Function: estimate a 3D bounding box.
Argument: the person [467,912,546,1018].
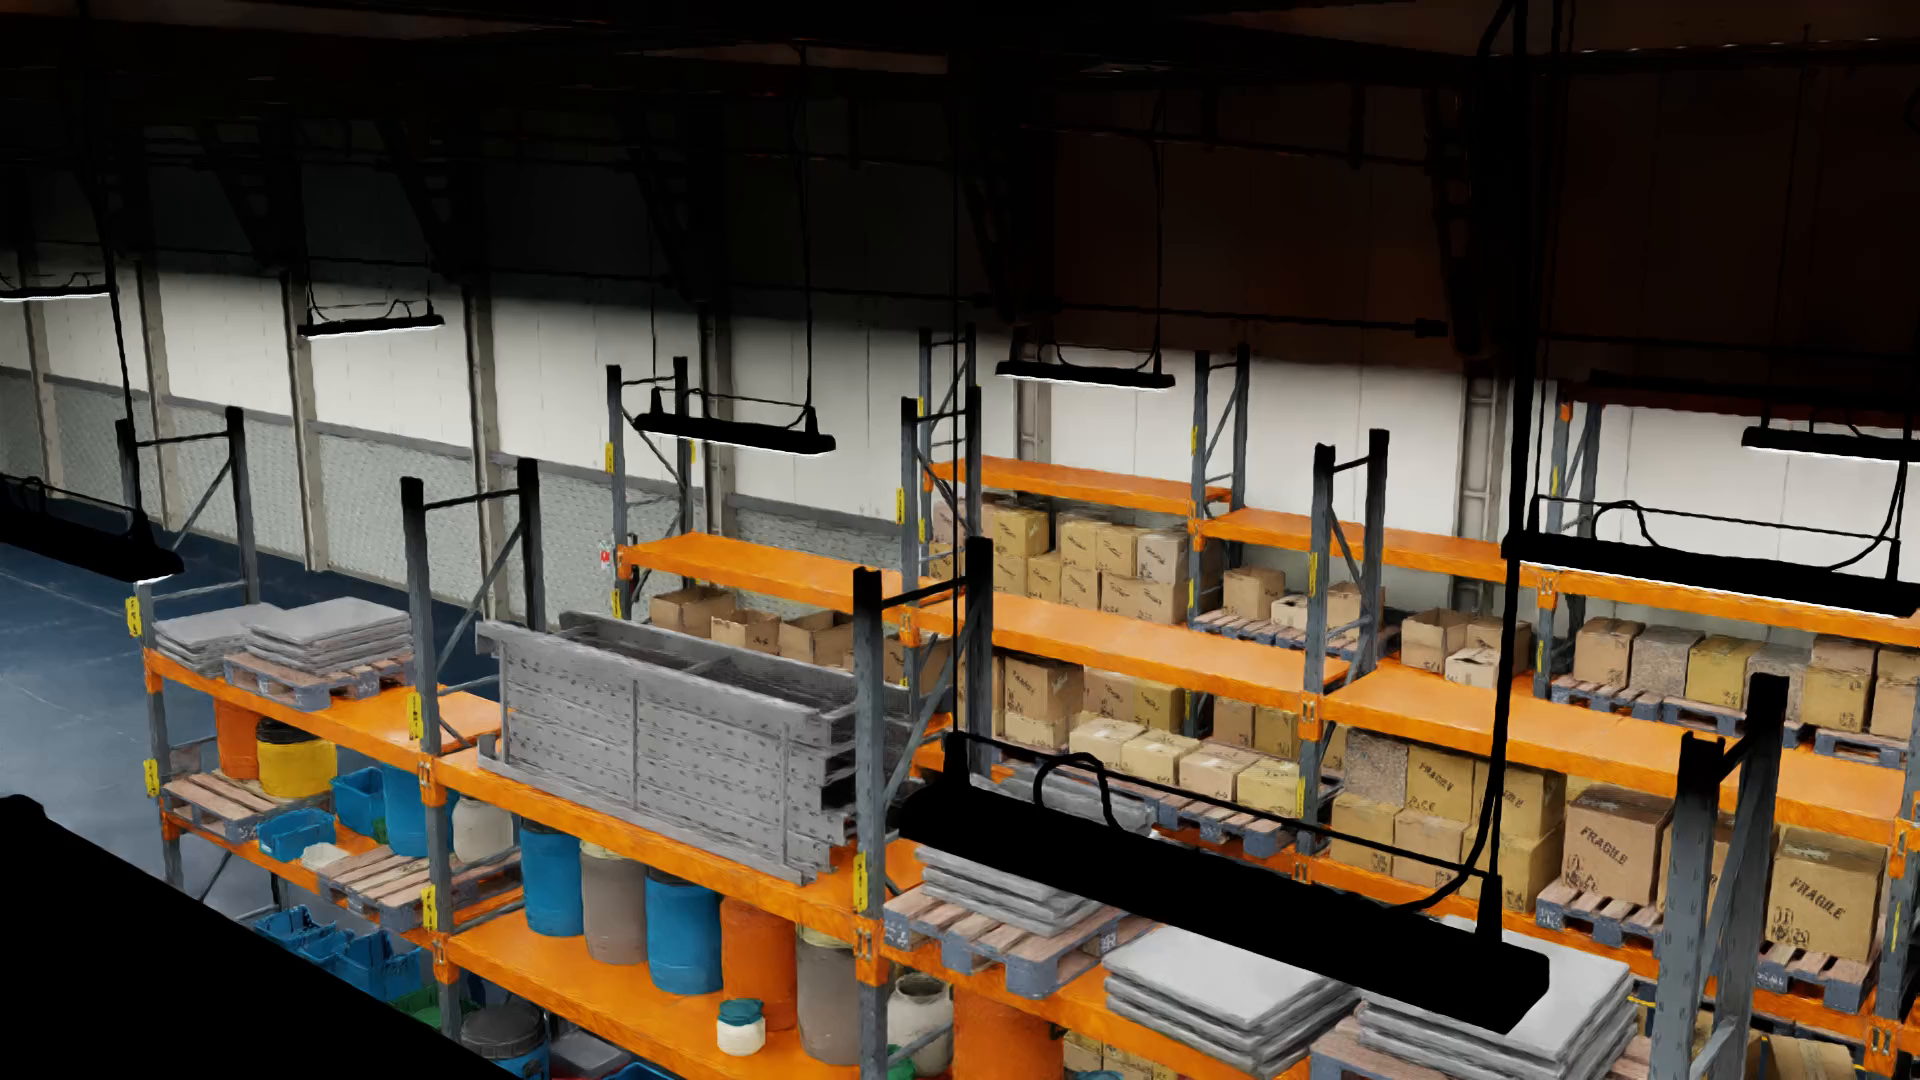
[{"bbox_3d":[-4.362,3.844,15.712,0.774,1.530,0.569,5,13,20],"label":"person"}]
